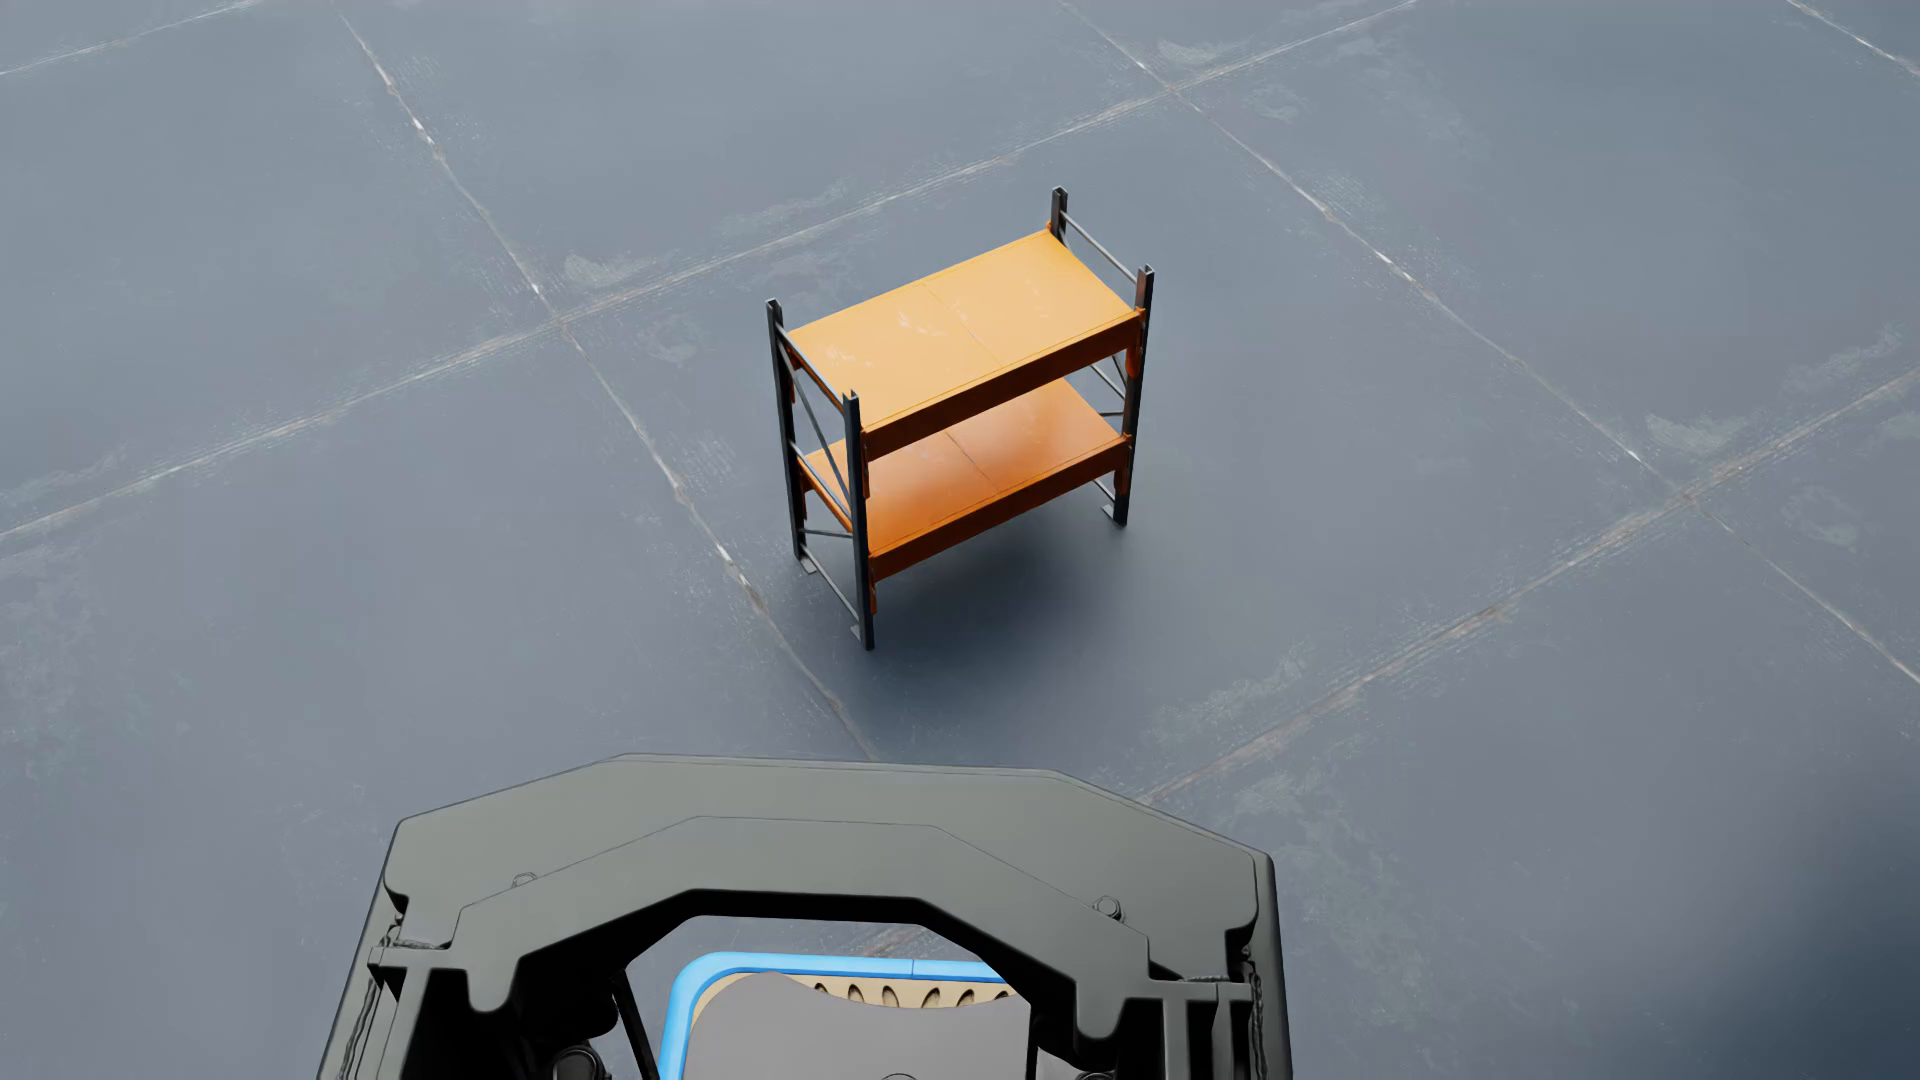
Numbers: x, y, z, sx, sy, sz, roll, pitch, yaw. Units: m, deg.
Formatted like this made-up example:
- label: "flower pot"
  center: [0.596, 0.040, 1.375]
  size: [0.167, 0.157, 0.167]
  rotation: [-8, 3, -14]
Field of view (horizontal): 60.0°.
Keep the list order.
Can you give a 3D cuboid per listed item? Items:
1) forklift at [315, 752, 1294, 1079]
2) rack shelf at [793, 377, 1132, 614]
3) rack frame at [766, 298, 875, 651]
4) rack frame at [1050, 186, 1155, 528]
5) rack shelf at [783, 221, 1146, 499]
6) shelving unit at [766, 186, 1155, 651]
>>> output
- label: "forklift"
  center: [-0.169, 1.734, 2.244]
  size: [1.130, 2.935, 3.031]
  rotation: [2, 48, 2]
- label: "rack shelf"
  center: [0.006, -0.214, 5.515]
  size: [1.000, 0.278, 0.538]
  rotation: [-25, 53, -21]
- label: "rack frame"
  center: [-0.424, -0.174, 5.152]
  size: [0.032, 1.125, 0.500]
  rotation: [-25, 53, -21]
- label: "rack frame"
  center: [0.436, -0.579, 5.513]
  size: [0.032, 1.125, 0.500]
  rotation: [-25, 53, -21]
- label: "rack shelf"
  center: [0.006, -0.571, 5.114]
  size: [1.000, 0.278, 0.538]
  rotation: [-25, 53, -21]
- label: "shelving unit"
  center: [0.006, -0.377, 5.332]
  size: [1.048, 1.125, 0.538]
  rotation: [-25, 53, -21]
